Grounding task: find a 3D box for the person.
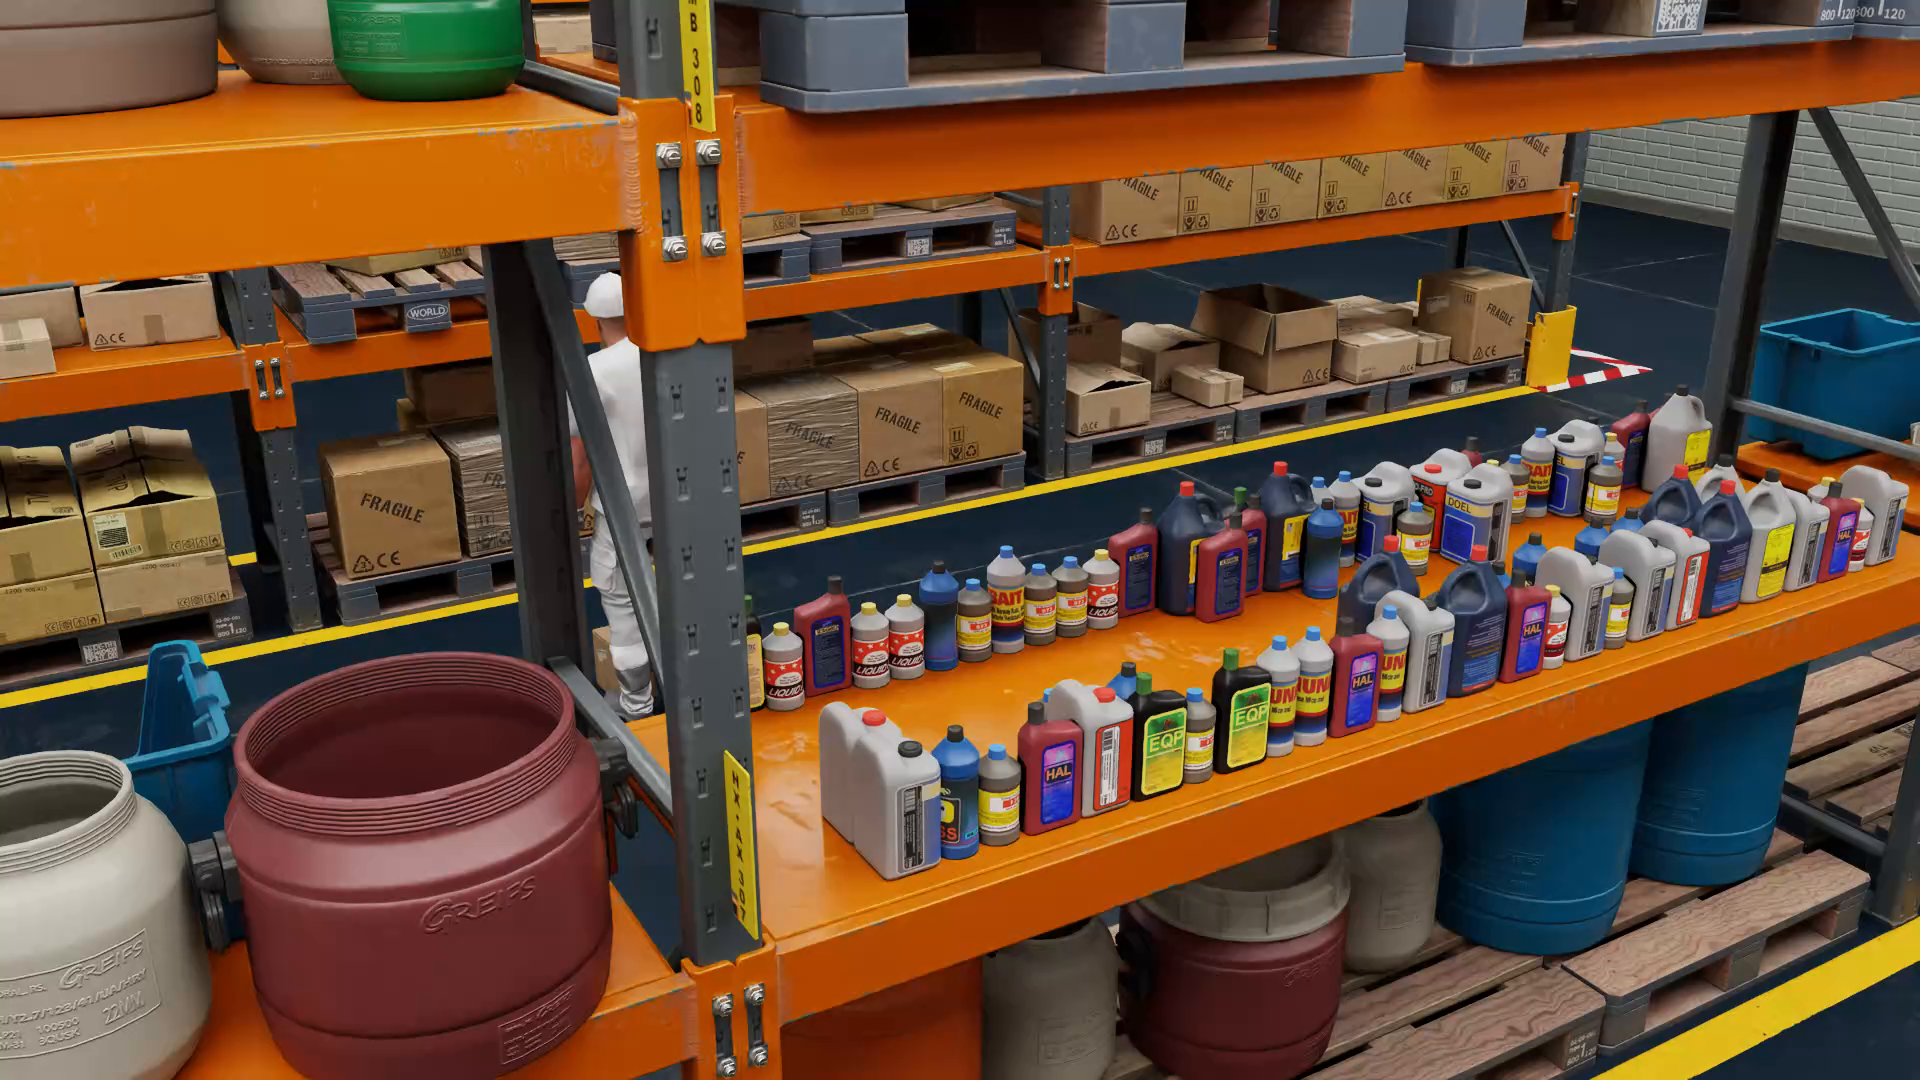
[{"bbox_3d":[-1.235,-0.141,6.423,0.612,1.779,0.455,-13,25,-29],"label":"person"}]
